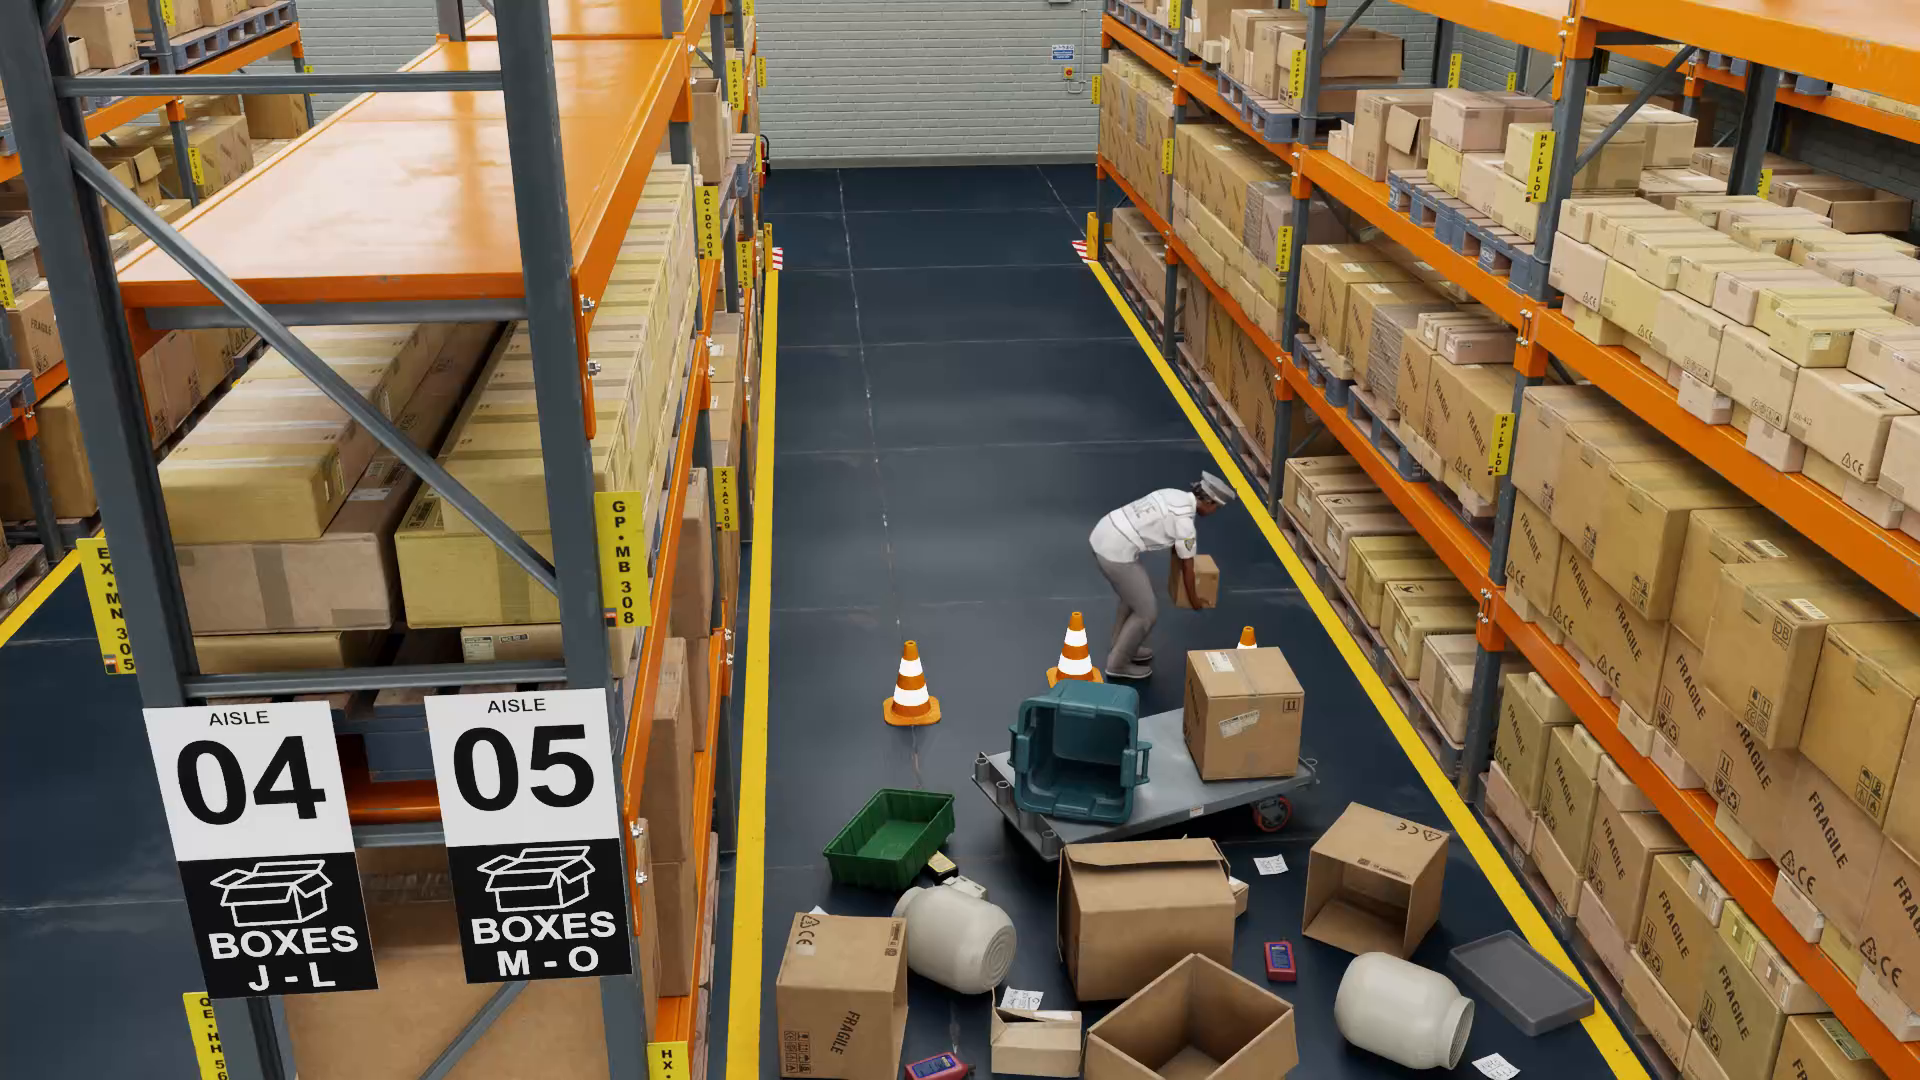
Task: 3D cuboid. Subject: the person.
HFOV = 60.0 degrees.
[{"bbox_3d":[1.245,0.224,10.318,0.891,1.249,0.422,-3,24,-7],"label":"person"}]
